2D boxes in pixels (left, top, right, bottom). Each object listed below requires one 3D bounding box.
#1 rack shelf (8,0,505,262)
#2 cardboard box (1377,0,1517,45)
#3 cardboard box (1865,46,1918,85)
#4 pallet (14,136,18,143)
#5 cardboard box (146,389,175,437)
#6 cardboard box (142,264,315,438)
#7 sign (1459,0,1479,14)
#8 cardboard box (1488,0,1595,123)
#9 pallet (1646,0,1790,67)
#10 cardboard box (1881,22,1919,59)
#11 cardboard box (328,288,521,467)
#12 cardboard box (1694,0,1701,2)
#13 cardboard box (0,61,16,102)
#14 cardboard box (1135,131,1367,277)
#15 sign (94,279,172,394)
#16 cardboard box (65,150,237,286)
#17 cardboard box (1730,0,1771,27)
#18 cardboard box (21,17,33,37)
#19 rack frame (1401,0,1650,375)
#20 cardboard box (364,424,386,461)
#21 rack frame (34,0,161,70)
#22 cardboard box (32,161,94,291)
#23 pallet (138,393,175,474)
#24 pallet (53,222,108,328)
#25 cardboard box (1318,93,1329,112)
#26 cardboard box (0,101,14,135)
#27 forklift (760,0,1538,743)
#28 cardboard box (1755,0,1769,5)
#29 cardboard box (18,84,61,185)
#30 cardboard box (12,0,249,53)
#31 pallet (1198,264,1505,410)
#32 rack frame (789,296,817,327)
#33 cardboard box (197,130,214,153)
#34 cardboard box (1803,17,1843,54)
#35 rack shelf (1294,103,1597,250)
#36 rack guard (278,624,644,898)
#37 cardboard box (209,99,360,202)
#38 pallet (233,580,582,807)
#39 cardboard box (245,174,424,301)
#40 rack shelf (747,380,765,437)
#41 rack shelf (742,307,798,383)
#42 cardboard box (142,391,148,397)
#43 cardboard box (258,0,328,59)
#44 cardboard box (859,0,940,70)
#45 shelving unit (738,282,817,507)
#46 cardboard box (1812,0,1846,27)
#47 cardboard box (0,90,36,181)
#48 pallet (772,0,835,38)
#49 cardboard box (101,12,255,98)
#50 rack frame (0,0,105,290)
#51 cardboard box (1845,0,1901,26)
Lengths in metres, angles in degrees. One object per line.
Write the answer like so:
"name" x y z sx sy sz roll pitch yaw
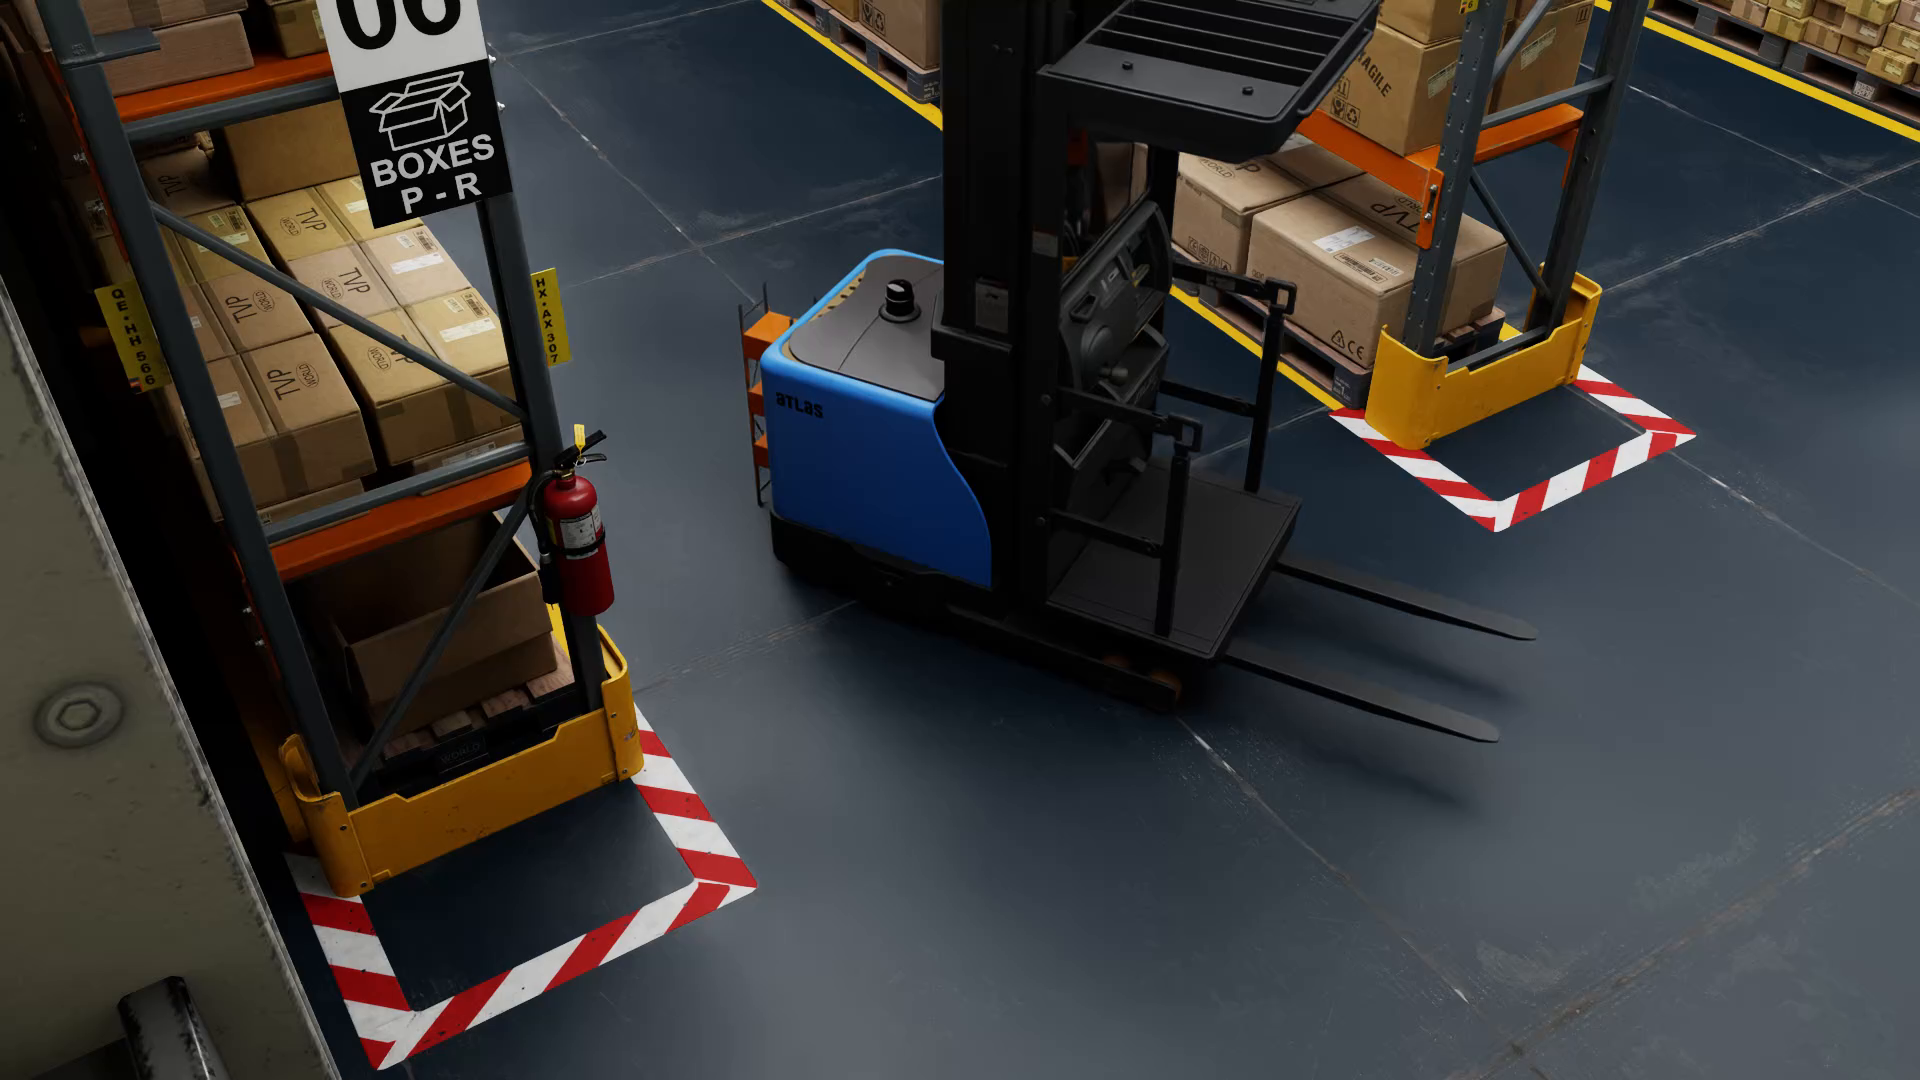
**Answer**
"rack shelf" -2.780 -2.104 5.651 1.077 0.370 4.000 -22 45 -24
"cardboard box" 2.018 -2.460 7.000 0.500 0.500 0.500 -21 44 -23
"cardboard box" 5.915 -3.000 10.406 0.380 0.149 0.250 -21 44 -23
"pallet" -5.637 -2.979 10.661 1.003 0.211 1.213 -22 45 -24
"cardboard box" -2.594 -0.533 5.742 0.380 0.149 0.250 -22 45 -24
"cardboard box" -2.452 -0.641 5.561 0.500 0.250 0.500 -22 45 -24
"sign" 2.013 -2.216 6.477 0.100 0.325 0.005 -22 45 -24
"cardboard box" 2.462 -2.256 7.536 0.500 0.500 0.500 -23 45 -25
"pallet" 5.498 -3.696 11.521 1.003 0.211 1.213 -22 45 -24
"cardboard box" 5.978 -3.144 10.347 0.380 0.149 0.250 -23 45 -25
"cardboard box" -1.722 -0.543 5.443 0.500 0.250 0.500 -22 45 -24
"cardboard box" 5.103 -3.849 11.425 0.380 0.149 0.250 -23 45 -26
"cardboard box" -5.029 -2.541 9.075 0.380 0.149 0.250 -22 44 -24
"cardboard box" 1.540 -1.849 8.800 0.875 0.438 0.875 -21 44 -23
"sign" -2.184 -0.535 4.397 0.100 0.325 0.005 -22 45 -24
"cardboard box" -2.995 -1.192 6.222 0.500 0.250 0.500 -22 45 -24
"cardboard box" 5.382 -3.572 11.092 0.380 0.149 0.250 -21 44 -24
"cardboard box" -2.423 -1.548 4.618 0.380 0.149 0.250 -21 44 -23
"rack frame" 2.478 -1.859 7.138 1.000 3.000 0.127 -22 45 -24
"cardboard box" -1.826 -0.446 5.638 0.380 0.149 0.250 -21 44 -23
"rack frame" -1.705 -2.454 3.165 1.000 3.000 0.127 -22 45 -24
"cardboard box" -4.369 -1.672 8.538 0.500 0.500 0.500 -22 45 -25
"pallet" -3.487 -0.865 8.124 1.003 0.211 1.213 -22 45 -24
"pallet" -4.325 -1.662 9.080 1.003 0.211 1.213 -22 45 -24
"cardboard box" 1.739 -2.343 7.641 0.500 0.500 0.500 -23 45 -25
"cardboard box" -5.485 -2.787 9.876 0.500 0.500 0.500 -20 44 -22
"forklift" 0.754 -0.856 5.987 3.031 2.935 1.130 18 43 21
"cardboard box" 5.381 -3.685 10.995 0.380 0.149 0.250 -20 44 -22
"cardboard box" -3.541 -1.736 6.875 0.500 0.250 0.500 -23 45 -25
"cardboard box" -2.173 -1.504 4.254 0.500 0.250 0.500 -23 45 -25
"pallet" 1.982 -1.193 8.517 1.003 0.211 1.213 -22 45 -24
"rack frame" -0.636 -0.538 7.076 0.008 1.050 0.200 18 43 21
"cardboard box" -2.837 -1.635 6.753 0.500 0.250 0.500 -23 45 -25
"cardboard box" 5.702 -3.301 10.767 0.380 0.149 0.250 -22 44 -24
"rack shelf" 1.403 -2.662 8.664 1.077 0.370 4.000 -22 45 -24
"rack guard" -1.746 0.770 5.935 1.175 0.500 0.348 -22 45 -24
"cardboard box" -2.529 -1.641 6.175 0.500 0.500 0.500 -21 44 -23
"pallet" -2.175 0.452 6.543 1.003 0.211 1.213 -22 45 -24
"cardboard box" -2.268 -1.088 6.097 0.500 0.250 0.500 -23 45 -25
"rack shelf" -0.744 -0.566 7.126 0.240 0.259 0.215 18 43 21
"rack shelf" -0.744 -0.784 6.944 0.240 0.259 0.215 18 43 21
"cardboard box" -3.700 -0.998 7.877 0.500 0.311 0.500 -21 44 -23
"cardboard box" -1.680 -1.457 4.508 0.380 0.149 0.250 -21 44 -24
"cardboard box" -0.073 -3.671 10.643 0.875 0.875 0.875 -21 44 -23
"shelving unit" -0.744 -0.574 7.119 0.252 1.050 0.215 18 43 21
"cardboard box" 5.734 -3.445 10.708 0.380 0.149 0.250 -23 45 -25
"cardboard box" -4.912 -2.229 9.207 0.500 0.500 0.500 -24 46 -26
"pallet" -0.811 -3.997 11.882 1.003 0.211 1.213 -22 45 -24
"cardboard box" -2.072 -1.298 4.317 0.380 0.149 0.250 -21 44 -23
"rack frame" -3.856 -2.308 7.676 1.000 3.000 0.127 -22 45 -24
"cardboard box" 5.766 -3.362 10.376 0.380 0.149 0.250 -23 45 -25
